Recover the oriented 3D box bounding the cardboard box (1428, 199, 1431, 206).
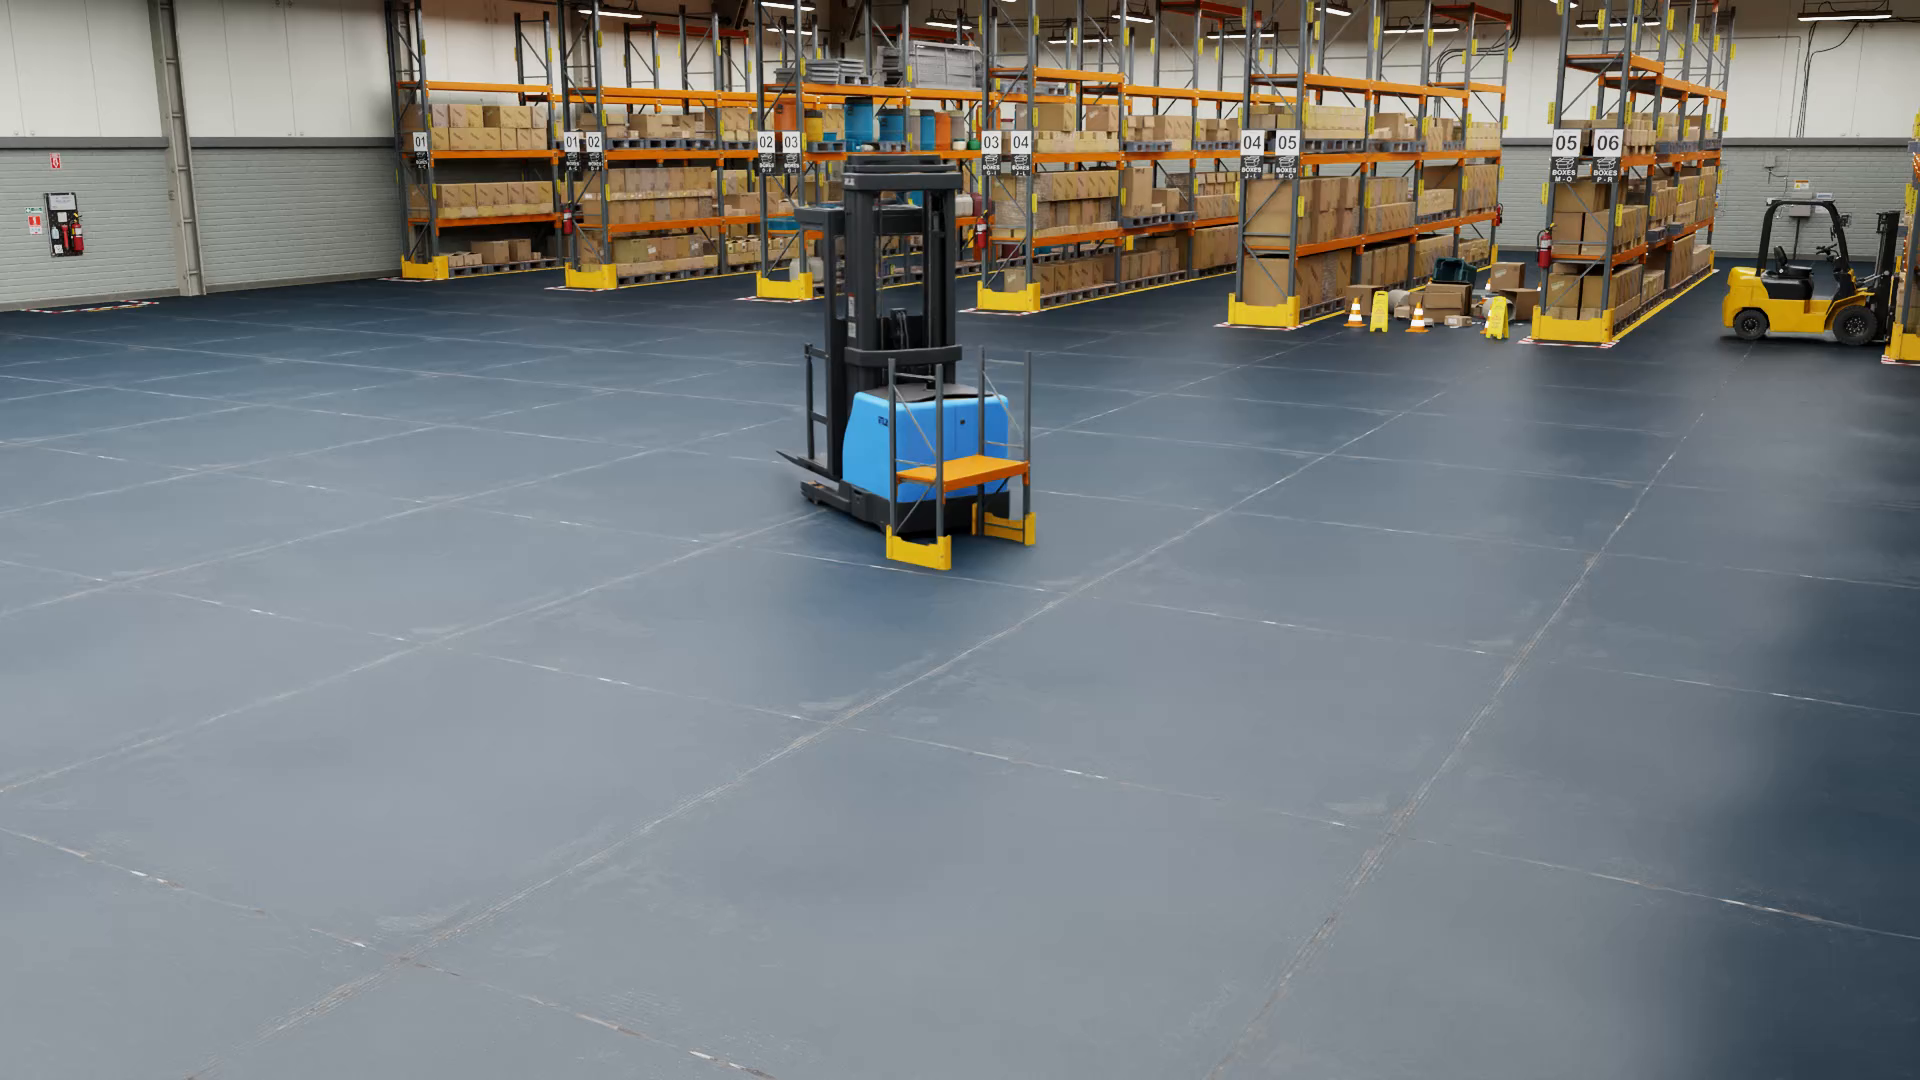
[{"bbox_3d":[9.929,-7.279,35.833,0.380,0.149,0.250,7,15,28],"label":"cardboard box"}]

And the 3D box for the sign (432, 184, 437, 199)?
[{"bbox_3d":[-11.673,-7.747,36.920,0.100,0.325,0.005,7,15,28],"label":"sign"}]

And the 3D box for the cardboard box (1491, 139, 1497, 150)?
[{"bbox_3d":[12.660,-9.560,40.208,0.500,0.250,0.500,7,15,28],"label":"cardboard box"}]

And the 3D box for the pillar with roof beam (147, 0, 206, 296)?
[{"bbox_3d":[-11.699,-8.827,30.446,9.100,9.000,0.400,7,15,28],"label":"pillar with roof beam"}]

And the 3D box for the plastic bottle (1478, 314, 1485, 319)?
[{"bbox_3d":[9.204,-3.921,29.167,0.133,0.061,0.283,11,17,38],"label":"plastic bottle"}]

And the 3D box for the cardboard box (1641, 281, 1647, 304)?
[{"bbox_3d":[11.721,-4.436,29.745,0.950,0.372,0.625,8,16,29],"label":"cardboard box"}]

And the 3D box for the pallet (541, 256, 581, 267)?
[{"bbox_3d":[-9.839,-7.012,41.670,1.003,0.211,1.213,7,15,28],"label":"pallet"}]

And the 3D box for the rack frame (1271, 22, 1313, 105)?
[{"bbox_3d":[8.595,-11.903,43.205,1.000,3.000,0.127,7,15,28],"label":"rack frame"}]

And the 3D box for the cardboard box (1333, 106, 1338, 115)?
[{"bbox_3d":[6.332,-7.443,28.832,0.380,0.149,0.250,8,16,29],"label":"cardboard box"}]

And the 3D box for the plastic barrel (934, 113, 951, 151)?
[{"bbox_3d":[-0.511,-9.295,37.873,0.600,0.830,0.708,7,15,28],"label":"plastic barrel"}]

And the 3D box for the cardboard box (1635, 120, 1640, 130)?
[{"bbox_3d":[10.589,-6.601,26.450,0.380,0.149,0.250,8,16,30],"label":"cardboard box"}]

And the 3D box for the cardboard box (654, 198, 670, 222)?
[{"bbox_3d":[-6.827,-7.288,36.649,0.700,0.500,0.500,8,16,30],"label":"cardboard box"}]

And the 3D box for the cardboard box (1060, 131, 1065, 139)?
[{"bbox_3d":[1.735,-7.518,30.888,0.380,0.149,0.250,7,15,28],"label":"cardboard box"}]

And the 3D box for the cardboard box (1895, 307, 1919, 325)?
[{"bbox_3d":[13.844,-3.265,24.081,0.500,0.250,0.500,7,15,27],"label":"cardboard box"}]

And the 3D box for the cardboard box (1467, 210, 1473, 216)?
[{"bbox_3d":[11.836,-7.703,39.123,0.380,0.149,0.250,8,16,29],"label":"cardboard box"}]

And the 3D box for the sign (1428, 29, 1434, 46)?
[{"bbox_3d":[9.508,-10.148,33.595,0.100,0.325,0.005,7,15,28],"label":"sign"}]

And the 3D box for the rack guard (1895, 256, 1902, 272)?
[{"bbox_3d":[21.581,-6.071,37.150,1.175,0.500,0.348,7,15,28],"label":"rack guard"}]

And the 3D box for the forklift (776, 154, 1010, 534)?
[{"bbox_3d":[-0.728,-1.773,14.136,1.130,2.935,3.031,-7,15,-27],"label":"forklift"}]

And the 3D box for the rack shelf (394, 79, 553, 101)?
[{"bbox_3d":[-11.181,-10.363,38.360,1.077,0.370,4.000,7,15,28],"label":"rack shelf"}]

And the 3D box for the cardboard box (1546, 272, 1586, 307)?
[{"bbox_3d":[9.695,-4.007,26.625,0.500,0.500,0.500,7,15,28],"label":"cardboard box"}]

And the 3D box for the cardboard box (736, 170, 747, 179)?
[{"bbox_3d":[-6.349,-10.292,46.834,0.500,0.250,0.500,8,16,29],"label":"cardboard box"}]

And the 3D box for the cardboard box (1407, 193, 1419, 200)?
[{"bbox_3d":[9.416,-7.207,34.900,0.380,0.149,0.250,7,15,28],"label":"cardboard box"}]

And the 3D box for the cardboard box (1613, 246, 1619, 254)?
[{"bbox_3d":[10.190,-4.604,26.265,0.380,0.149,0.250,7,15,26],"label":"cardboard box"}]

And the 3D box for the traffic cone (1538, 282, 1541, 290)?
[{"bbox_3d":[10.843,-4.581,31.050,0.336,0.463,0.334,7,15,28],"label":"traffic cone"}]

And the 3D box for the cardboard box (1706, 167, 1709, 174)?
[{"bbox_3d":[16.469,-8.239,37.076,0.380,0.149,0.250,7,15,28],"label":"cardboard box"}]

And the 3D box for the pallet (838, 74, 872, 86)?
[{"bbox_3d":[-2.505,-9.292,33.633,1.003,0.211,1.213,7,15,28],"label":"pallet"}]

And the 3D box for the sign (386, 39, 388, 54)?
[{"bbox_3d":[-12.624,-10.902,36.723,0.100,0.325,0.005,7,15,28],"label":"sign"}]

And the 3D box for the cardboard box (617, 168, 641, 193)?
[{"bbox_3d":[-7.298,-7.720,35.674,0.700,0.500,0.500,7,15,27],"label":"cardboard box"}]

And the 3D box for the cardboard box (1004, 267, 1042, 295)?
[{"bbox_3d":[1.177,-4.819,31.060,0.500,0.500,0.500,11,17,38],"label":"cardboard box"}]

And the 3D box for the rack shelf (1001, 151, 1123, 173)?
[{"bbox_3d":[1.827,-7.223,31.727,1.077,0.370,4.000,7,15,28],"label":"rack shelf"}]

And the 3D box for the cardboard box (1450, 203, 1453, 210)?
[{"bbox_3d":[10.936,-7.561,37.637,0.380,0.149,0.250,7,15,27],"label":"cardboard box"}]

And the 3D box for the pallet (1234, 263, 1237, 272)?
[{"bbox_3d":[6.355,-6.643,40.139,1.003,0.211,1.213,7,15,28],"label":"pallet"}]

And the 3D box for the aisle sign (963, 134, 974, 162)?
[{"bbox_3d":[0.226,-11.353,48.177,0.394,0.787,0.004,7,15,28],"label":"aisle sign"}]

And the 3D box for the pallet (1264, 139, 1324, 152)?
[{"bbox_3d":[5.503,-6.690,28.170,1.003,0.211,1.213,7,15,28],"label":"pallet"}]

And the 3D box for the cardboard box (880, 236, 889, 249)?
[{"bbox_3d":[-2.243,-8.053,44.433,0.500,0.500,0.500,7,15,28],"label":"cardboard box"}]

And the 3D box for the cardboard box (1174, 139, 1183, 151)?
[{"bbox_3d":[4.485,-8.502,35.818,0.500,0.250,0.500,7,15,28],"label":"cardboard box"}]

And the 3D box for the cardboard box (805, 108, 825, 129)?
[{"bbox_3d":[-3.726,-10.550,41.647,0.500,0.500,0.500,7,15,28],"label":"cardboard box"}]

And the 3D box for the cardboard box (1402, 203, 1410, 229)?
[{"bbox_3d":[8.796,-6.586,33.738,0.500,0.500,0.500,7,15,28],"label":"cardboard box"}]

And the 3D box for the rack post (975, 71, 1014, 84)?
[{"bbox_3d":[0.706,-10.939,39.370,0.954,0.300,0.937,7,15,28],"label":"rack post"}]

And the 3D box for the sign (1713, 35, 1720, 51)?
[{"bbox_3d":[15.817,-10.393,34.780,0.100,0.325,0.005,7,15,28],"label":"sign"}]

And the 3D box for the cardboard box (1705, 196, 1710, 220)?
[{"bbox_3d":[16.535,-7.468,37.397,0.500,0.500,0.500,8,16,30],"label":"cardboard box"}]

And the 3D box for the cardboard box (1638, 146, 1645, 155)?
[{"bbox_3d":[11.074,-6.429,27.436,0.380,0.149,0.250,8,16,30],"label":"cardboard box"}]

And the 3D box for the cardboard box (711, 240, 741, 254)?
[{"bbox_3d":[-5.458,-6.844,38.797,0.500,0.311,0.500,7,15,28],"label":"cardboard box"}]

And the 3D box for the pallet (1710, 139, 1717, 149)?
[{"bbox_3d":[16.332,-8.874,37.232,1.003,0.211,1.213,7,15,28],"label":"pallet"}]

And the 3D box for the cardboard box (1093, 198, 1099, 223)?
[{"bbox_3d":[2.250,-6.534,32.887,0.875,0.500,0.500,7,15,28],"label":"cardboard box"}]

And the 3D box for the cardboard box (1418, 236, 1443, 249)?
[{"bbox_3d":[10.313,-6.541,36.603,0.500,0.250,0.500,7,15,26],"label":"cardboard box"}]

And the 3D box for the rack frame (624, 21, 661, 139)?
[{"bbox_3d":[-8.280,-11.945,43.381,1.000,3.000,0.127,7,15,28],"label":"rack frame"}]

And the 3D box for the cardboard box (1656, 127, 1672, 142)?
[{"bbox_3d":[12.103,-7.066,28.965,0.500,0.250,0.500,7,15,27],"label":"cardboard box"}]

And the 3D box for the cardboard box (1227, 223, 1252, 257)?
[{"bbox_3d":[6.370,-7.203,40.150,1.225,0.875,0.875,7,15,28],"label":"cardboard box"}]

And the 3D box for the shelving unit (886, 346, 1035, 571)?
[{"bbox_3d":[0.016,-0.643,12.501,0.587,1.500,1.083,11,18,39],"label":"shelving unit"}]

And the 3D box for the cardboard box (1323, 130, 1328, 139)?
[{"bbox_3d":[6.088,-6.951,28.493,0.380,0.149,0.250,7,15,28],"label":"cardboard box"}]

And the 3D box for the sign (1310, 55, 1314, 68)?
[{"bbox_3d":[9.063,-12.331,42.819,0.100,0.325,0.005,7,15,28],"label":"sign"}]

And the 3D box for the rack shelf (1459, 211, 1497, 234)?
[{"bbox_3d":[11.921,-7.644,39.874,1.077,0.370,4.000,7,15,28],"label":"rack shelf"}]

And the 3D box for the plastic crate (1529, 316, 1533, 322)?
[{"bbox_3d":[9.992,-3.753,28.431,0.402,0.080,0.583,2,14,9],"label":"plastic crate"}]
